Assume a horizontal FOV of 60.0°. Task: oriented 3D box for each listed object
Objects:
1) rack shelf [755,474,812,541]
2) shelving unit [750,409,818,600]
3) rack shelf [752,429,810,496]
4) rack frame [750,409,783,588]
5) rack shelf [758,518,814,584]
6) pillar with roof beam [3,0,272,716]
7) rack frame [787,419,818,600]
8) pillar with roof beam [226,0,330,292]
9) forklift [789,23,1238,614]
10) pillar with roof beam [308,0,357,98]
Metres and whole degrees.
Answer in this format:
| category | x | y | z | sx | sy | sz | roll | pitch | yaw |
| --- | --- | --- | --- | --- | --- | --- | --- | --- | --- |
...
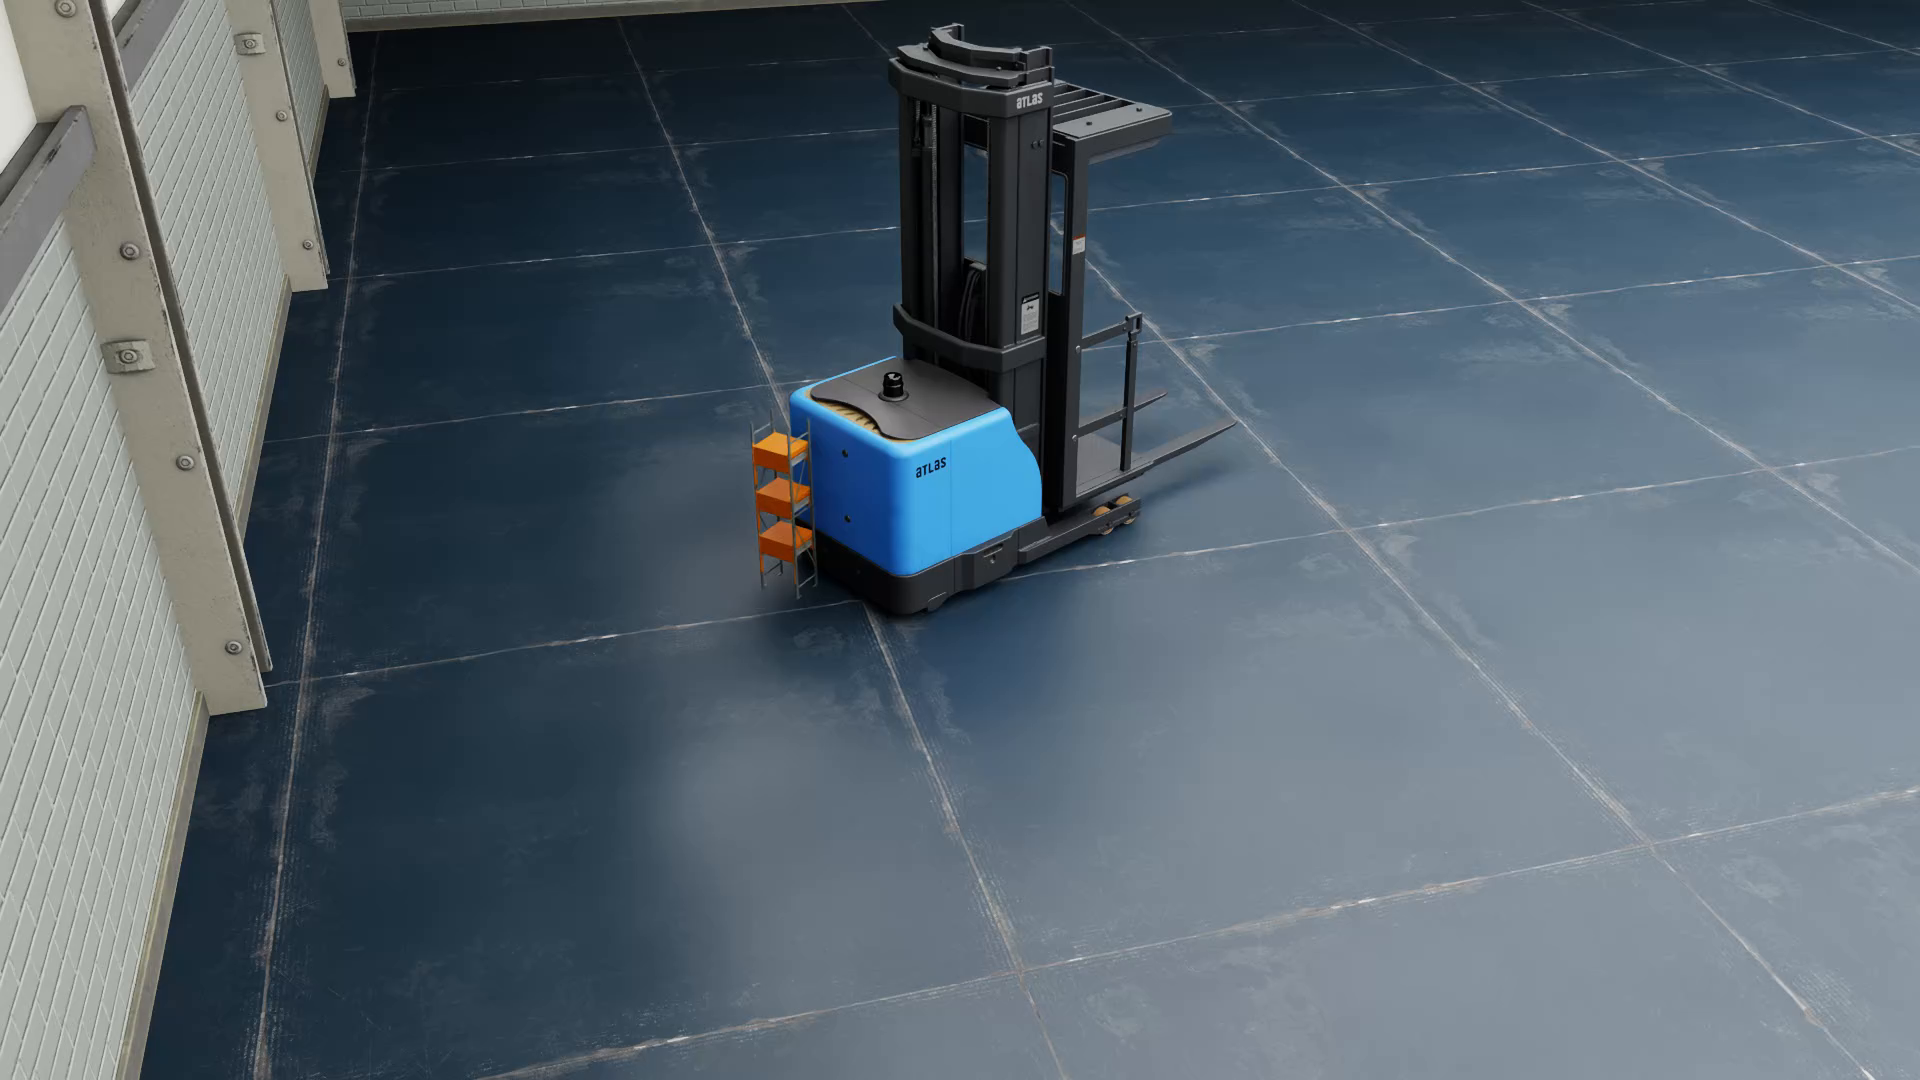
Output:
| category | x | y | z | sx | sy | sz | roll | pitch | yaw |
| --- | --- | --- | --- | --- | --- | --- | --- | --- | --- |
| rack shelf | -0.975 | -0.182 | 9.268 | 0.240 | 0.259 | 0.215 | 17 | 34 | 26 |
| shelving unit | -0.975 | -0.191 | 9.263 | 0.252 | 1.050 | 0.215 | 17 | 34 | 26 |
| rack shelf | -0.975 | -0.427 | 9.126 | 0.240 | 0.259 | 0.215 | 17 | 34 | 26 |
| rack frame | -1.080 | -0.222 | 9.317 | 0.008 | 1.050 | 0.200 | 17 | 34 | 26 |
| rack shelf | -0.975 | 0.059 | 9.407 | 0.240 | 0.259 | 0.215 | 17 | 34 | 26 |
| pillar with roof beam | 0.402 | -3.687 | 7.368 | 9.100 | 9.000 | 0.400 | -8 | 31 | -13 |
| rack frame | -0.870 | -0.160 | 9.209 | 0.008 | 1.050 | 0.200 | 17 | 34 | 26 |
| pillar with roof beam | -1.191 | -6.585 | 12.375 | 9.100 | 9.000 | 0.400 | -8 | 31 | -13 |
| forklift | 0.467 | -1.477 | 9.606 | 3.031 | 2.935 | 1.130 | -24 | 38 | -35 |
| pillar with roof beam | -2.783 | -9.483 | 17.381 | 9.100 | 9.000 | 0.400 | -8 | 31 | -13 |
